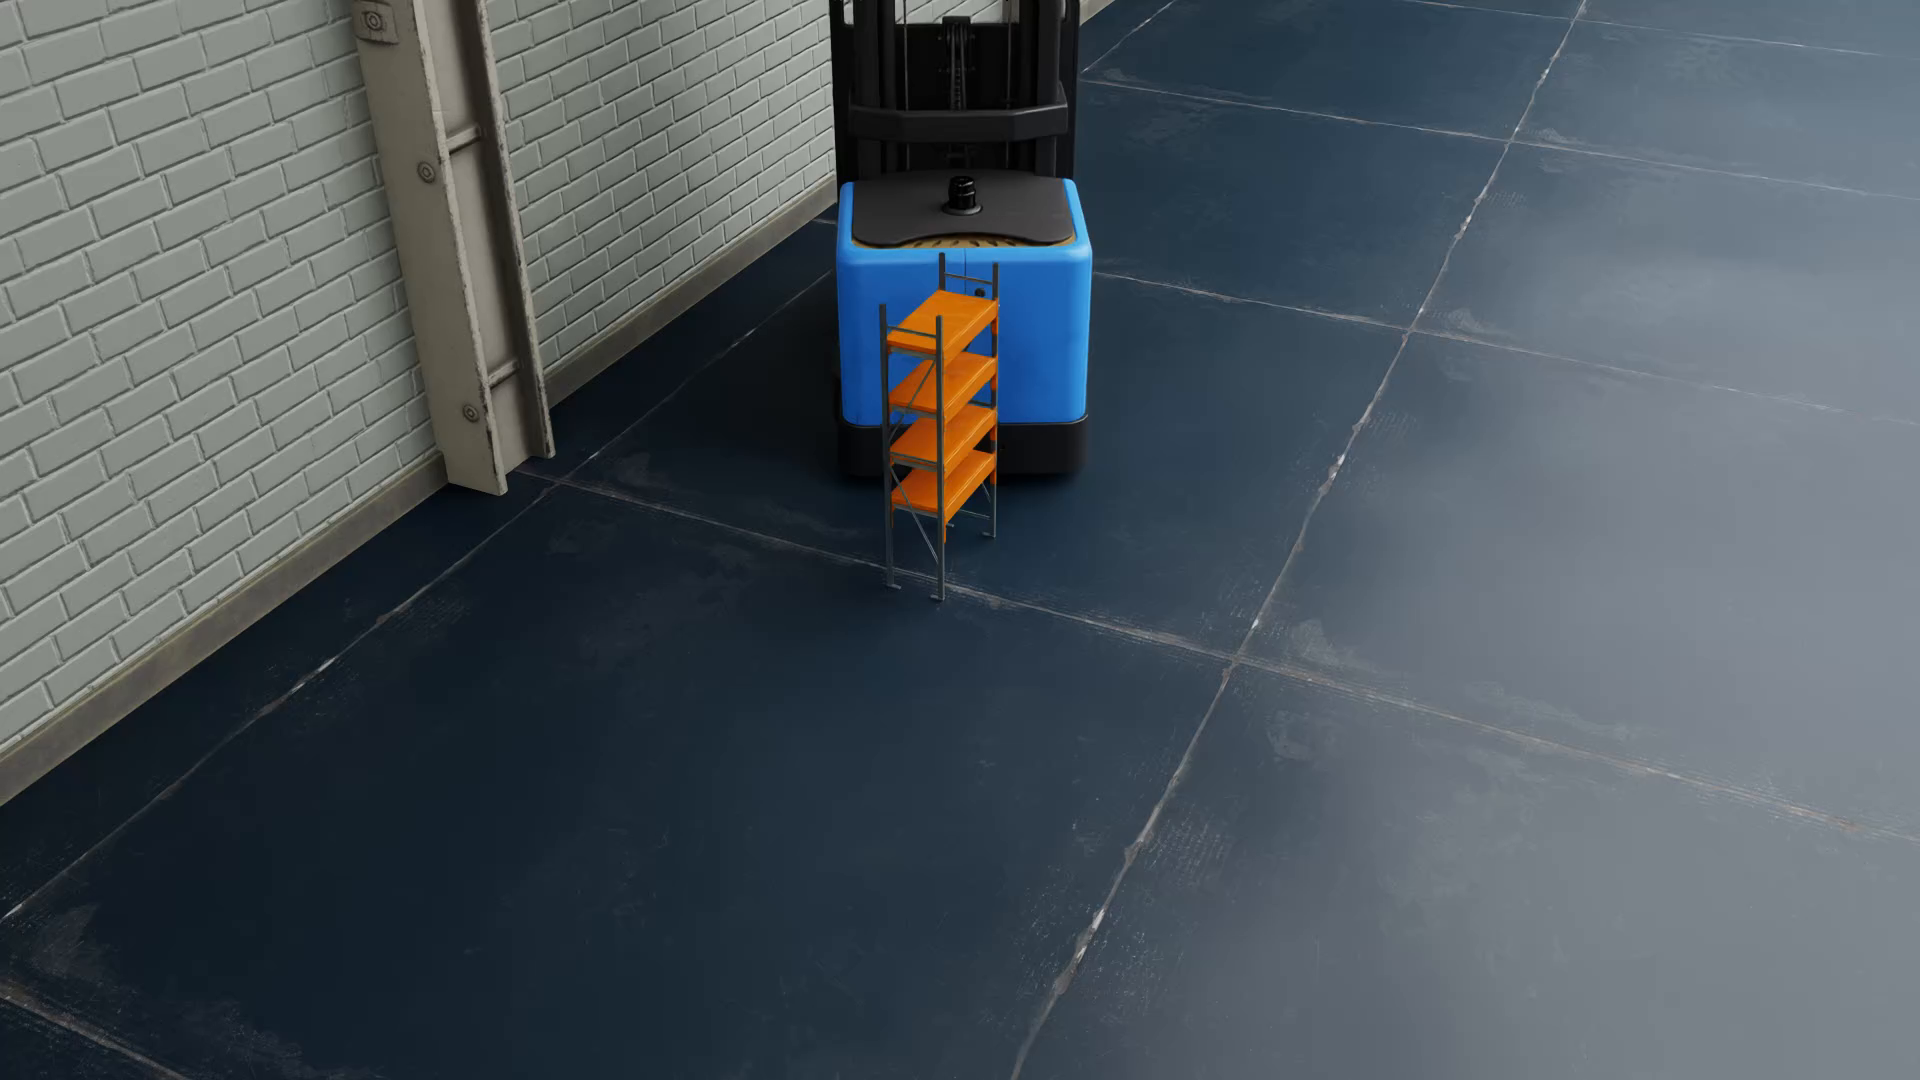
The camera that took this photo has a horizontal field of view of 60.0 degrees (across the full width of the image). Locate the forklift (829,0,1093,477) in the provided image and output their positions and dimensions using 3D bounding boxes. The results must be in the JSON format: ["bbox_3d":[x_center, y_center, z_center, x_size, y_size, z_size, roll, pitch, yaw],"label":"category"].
[{"bbox_3d":[-0.033,-2.270,7.540,1.130,2.935,3.031,-1,33,-2],"label":"forklift"}]

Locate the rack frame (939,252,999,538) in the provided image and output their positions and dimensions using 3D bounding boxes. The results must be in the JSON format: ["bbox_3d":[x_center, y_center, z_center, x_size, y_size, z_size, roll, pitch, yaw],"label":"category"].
[{"bbox_3d":[0.033,-0.541,6.481,0.240,1.200,0.015,14,36,20],"label":"rack frame"}]

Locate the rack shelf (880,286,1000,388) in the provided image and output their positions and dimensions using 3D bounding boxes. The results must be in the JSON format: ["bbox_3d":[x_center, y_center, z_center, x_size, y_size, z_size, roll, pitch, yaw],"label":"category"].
[{"bbox_3d":[-0.069,-0.748,6.080,0.258,0.148,0.480,14,36,20],"label":"rack shelf"}]

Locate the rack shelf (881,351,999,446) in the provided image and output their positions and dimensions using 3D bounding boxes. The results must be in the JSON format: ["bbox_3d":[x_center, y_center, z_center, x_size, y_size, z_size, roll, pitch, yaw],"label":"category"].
[{"bbox_3d":[-0.069,-0.550,6.209,0.258,0.148,0.480,14,36,20],"label":"rack shelf"}]

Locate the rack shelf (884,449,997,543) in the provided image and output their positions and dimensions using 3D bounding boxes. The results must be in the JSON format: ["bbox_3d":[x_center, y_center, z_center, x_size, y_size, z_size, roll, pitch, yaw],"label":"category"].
[{"bbox_3d":[-0.069,-0.197,6.441,0.258,0.148,0.480,14,36,20],"label":"rack shelf"}]

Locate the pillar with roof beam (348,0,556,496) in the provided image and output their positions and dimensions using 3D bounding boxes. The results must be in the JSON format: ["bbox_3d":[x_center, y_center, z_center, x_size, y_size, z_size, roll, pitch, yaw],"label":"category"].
[{"bbox_3d":[1.909,-3.096,3.264,9.100,9.000,0.400,14,36,20],"label":"pillar with roof beam"}]

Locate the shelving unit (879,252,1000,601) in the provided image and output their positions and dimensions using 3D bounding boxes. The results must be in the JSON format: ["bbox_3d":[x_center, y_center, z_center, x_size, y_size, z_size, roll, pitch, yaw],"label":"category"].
[{"bbox_3d":[-0.069,-0.419,6.295,0.258,1.200,0.503,14,36,20],"label":"shelving unit"}]

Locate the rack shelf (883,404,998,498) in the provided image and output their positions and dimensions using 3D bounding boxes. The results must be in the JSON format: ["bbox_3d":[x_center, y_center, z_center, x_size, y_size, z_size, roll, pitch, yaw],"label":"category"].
[{"bbox_3d":[-0.069,-0.363,6.332,0.258,0.148,0.480,14,36,20],"label":"rack shelf"}]

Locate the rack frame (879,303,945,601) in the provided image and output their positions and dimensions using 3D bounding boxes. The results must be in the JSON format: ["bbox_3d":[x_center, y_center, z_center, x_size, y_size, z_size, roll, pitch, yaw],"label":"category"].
[{"bbox_3d":[-0.171,-0.298,6.110,0.240,1.200,0.015,14,36,20],"label":"rack frame"}]

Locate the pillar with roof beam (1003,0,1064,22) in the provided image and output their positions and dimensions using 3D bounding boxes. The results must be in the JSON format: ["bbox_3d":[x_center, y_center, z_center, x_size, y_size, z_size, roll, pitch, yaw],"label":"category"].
[{"bbox_3d":[4.419,-6.084,7.822,9.100,9.000,0.400,14,36,20],"label":"pillar with roof beam"}]
